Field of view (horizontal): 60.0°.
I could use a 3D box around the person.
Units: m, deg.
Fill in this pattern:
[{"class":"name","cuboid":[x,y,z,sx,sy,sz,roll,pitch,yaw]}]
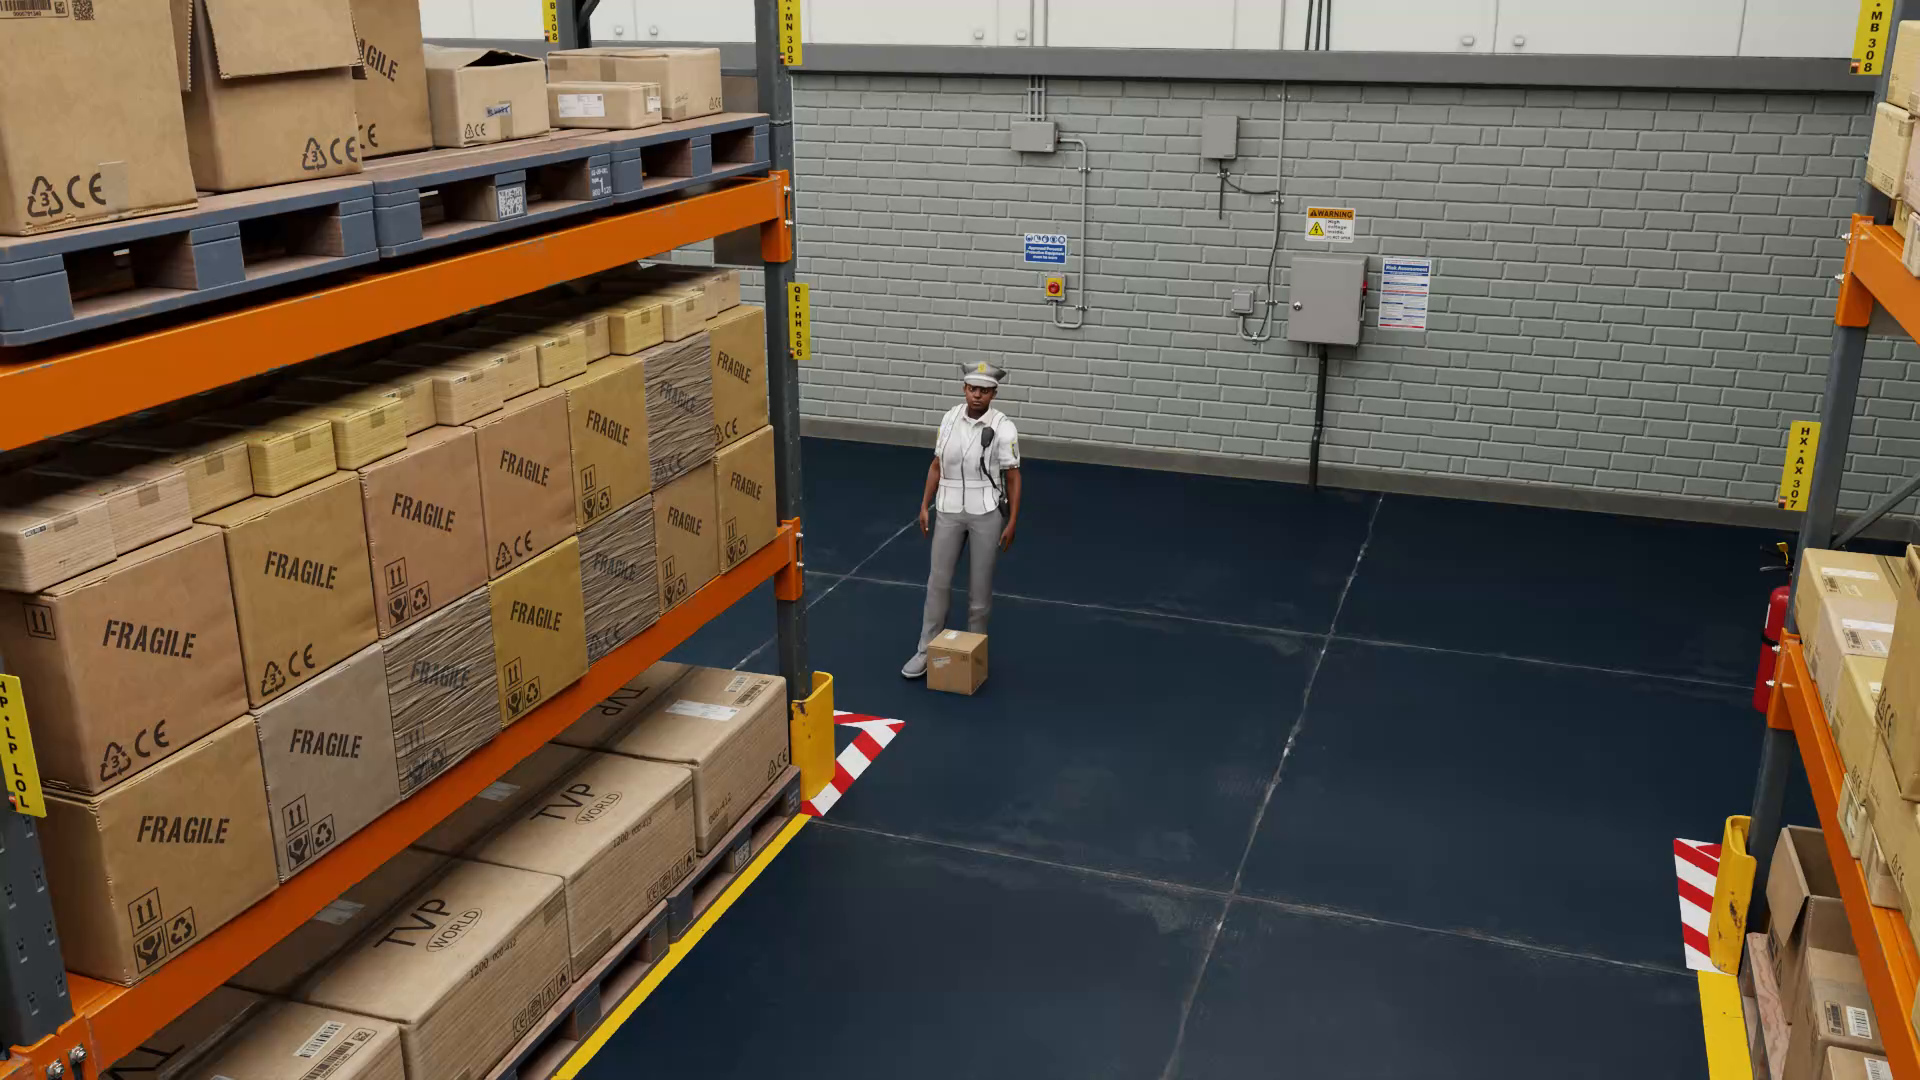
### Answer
[{"class":"person","cuboid":[0.021,-0.104,8.804,0.570,1.687,0.528,6,20,18]}]
